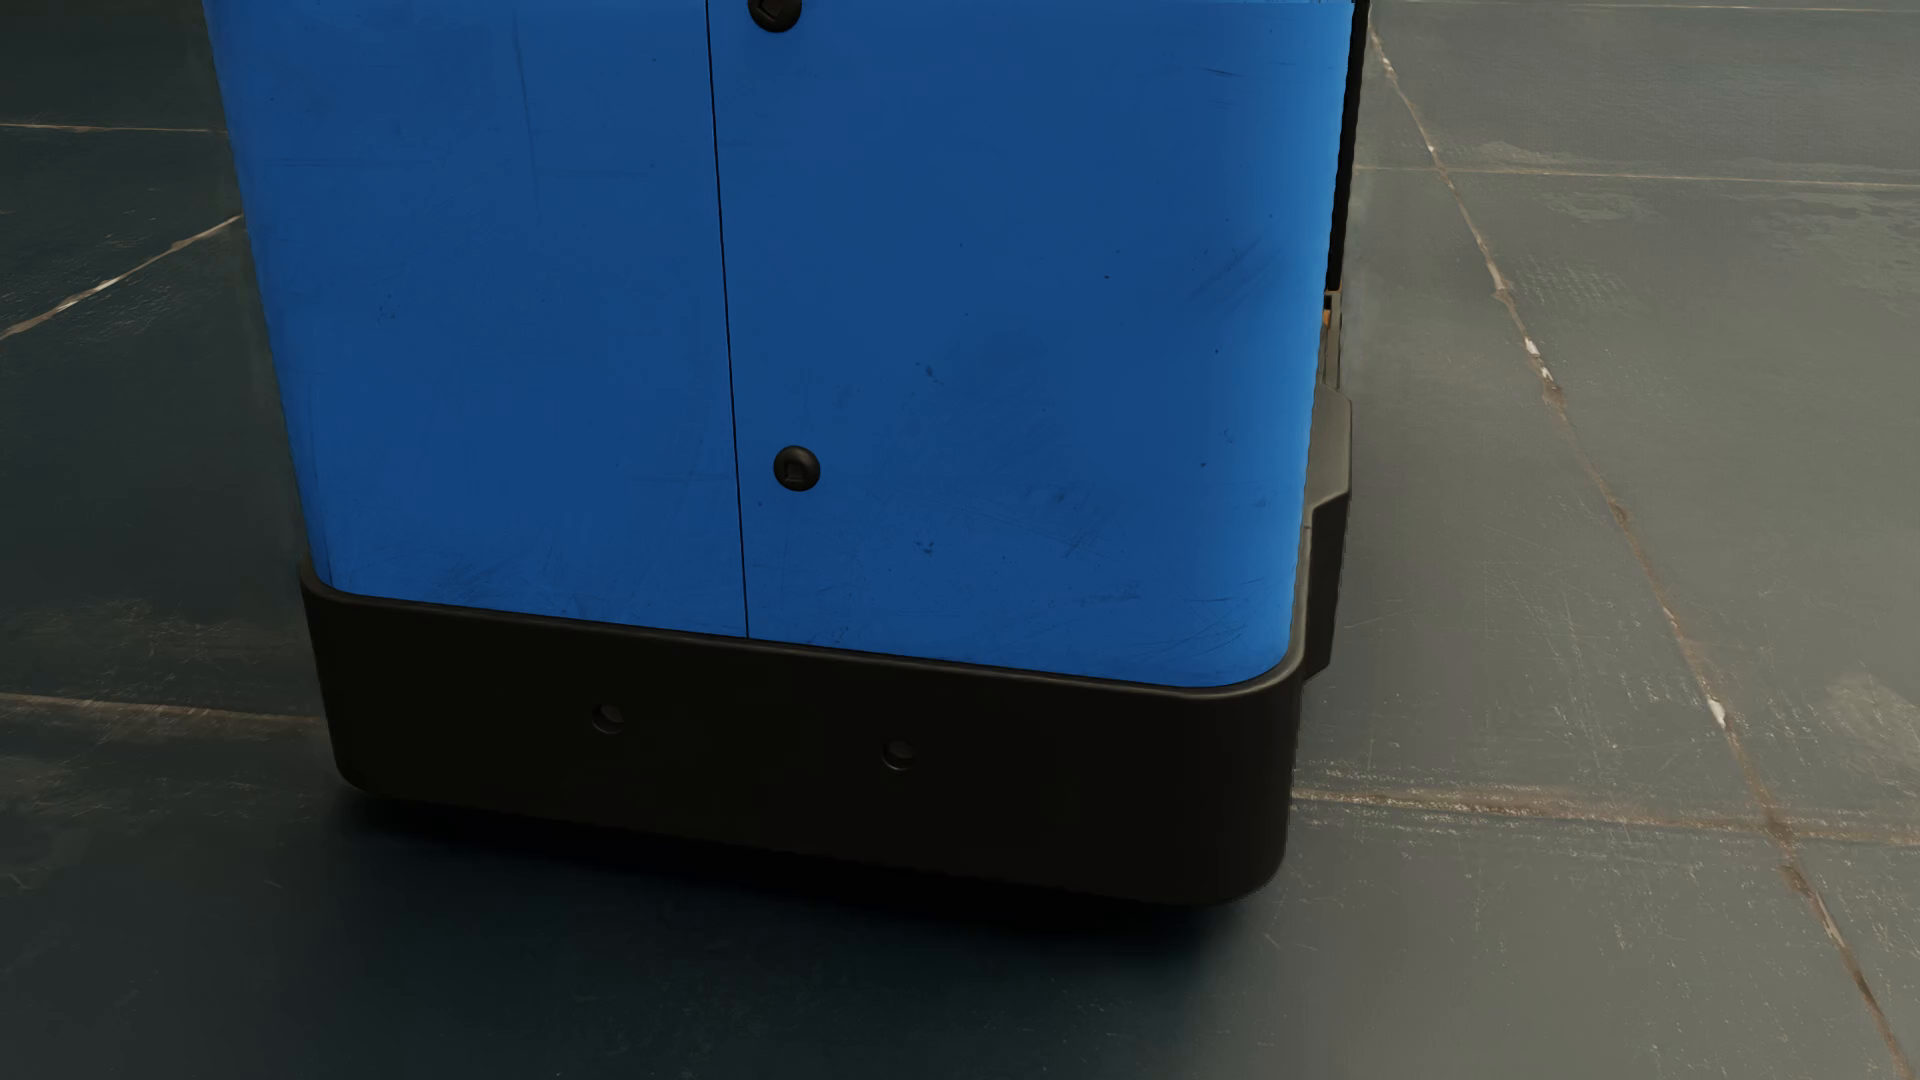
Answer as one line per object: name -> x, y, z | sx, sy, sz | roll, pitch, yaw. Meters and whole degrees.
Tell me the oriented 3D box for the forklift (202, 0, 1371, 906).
forklift -> 0.118, -1.591, 2.406 | 1.130, 2.935, 3.031 | 6, 27, 11
